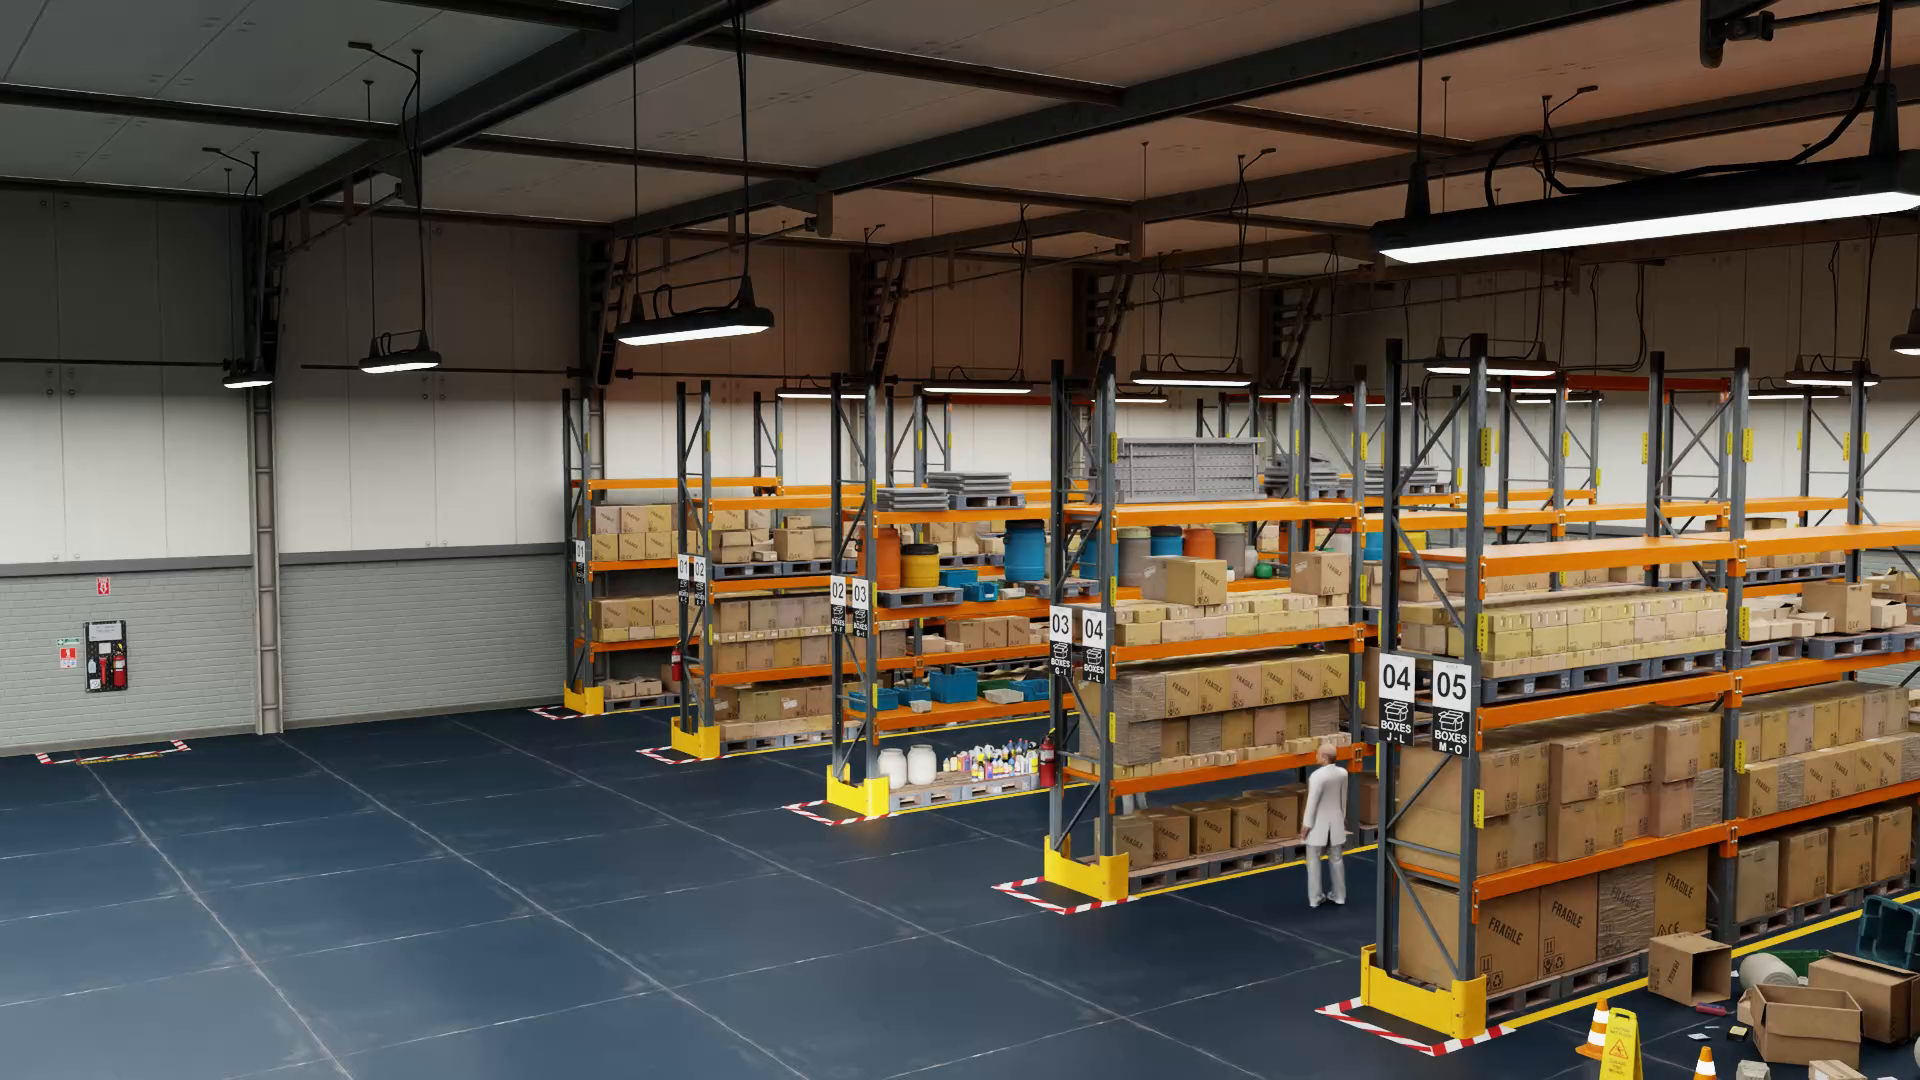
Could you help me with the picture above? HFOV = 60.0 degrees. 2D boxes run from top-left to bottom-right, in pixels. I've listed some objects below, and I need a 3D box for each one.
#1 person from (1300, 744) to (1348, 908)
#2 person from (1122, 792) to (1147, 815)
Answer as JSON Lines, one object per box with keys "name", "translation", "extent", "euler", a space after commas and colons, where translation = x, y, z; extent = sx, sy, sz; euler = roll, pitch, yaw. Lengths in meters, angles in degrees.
{"name": "person", "translation": [3.982, 3.108, 18.208], "extent": [0.612, 1.783, 0.386], "euler": [-2, 4, -24]}
{"name": "person", "translation": [2.224, 2.925, 21.651], "extent": [0.393, 1.692, 0.605], "euler": [3, 5, 44]}
